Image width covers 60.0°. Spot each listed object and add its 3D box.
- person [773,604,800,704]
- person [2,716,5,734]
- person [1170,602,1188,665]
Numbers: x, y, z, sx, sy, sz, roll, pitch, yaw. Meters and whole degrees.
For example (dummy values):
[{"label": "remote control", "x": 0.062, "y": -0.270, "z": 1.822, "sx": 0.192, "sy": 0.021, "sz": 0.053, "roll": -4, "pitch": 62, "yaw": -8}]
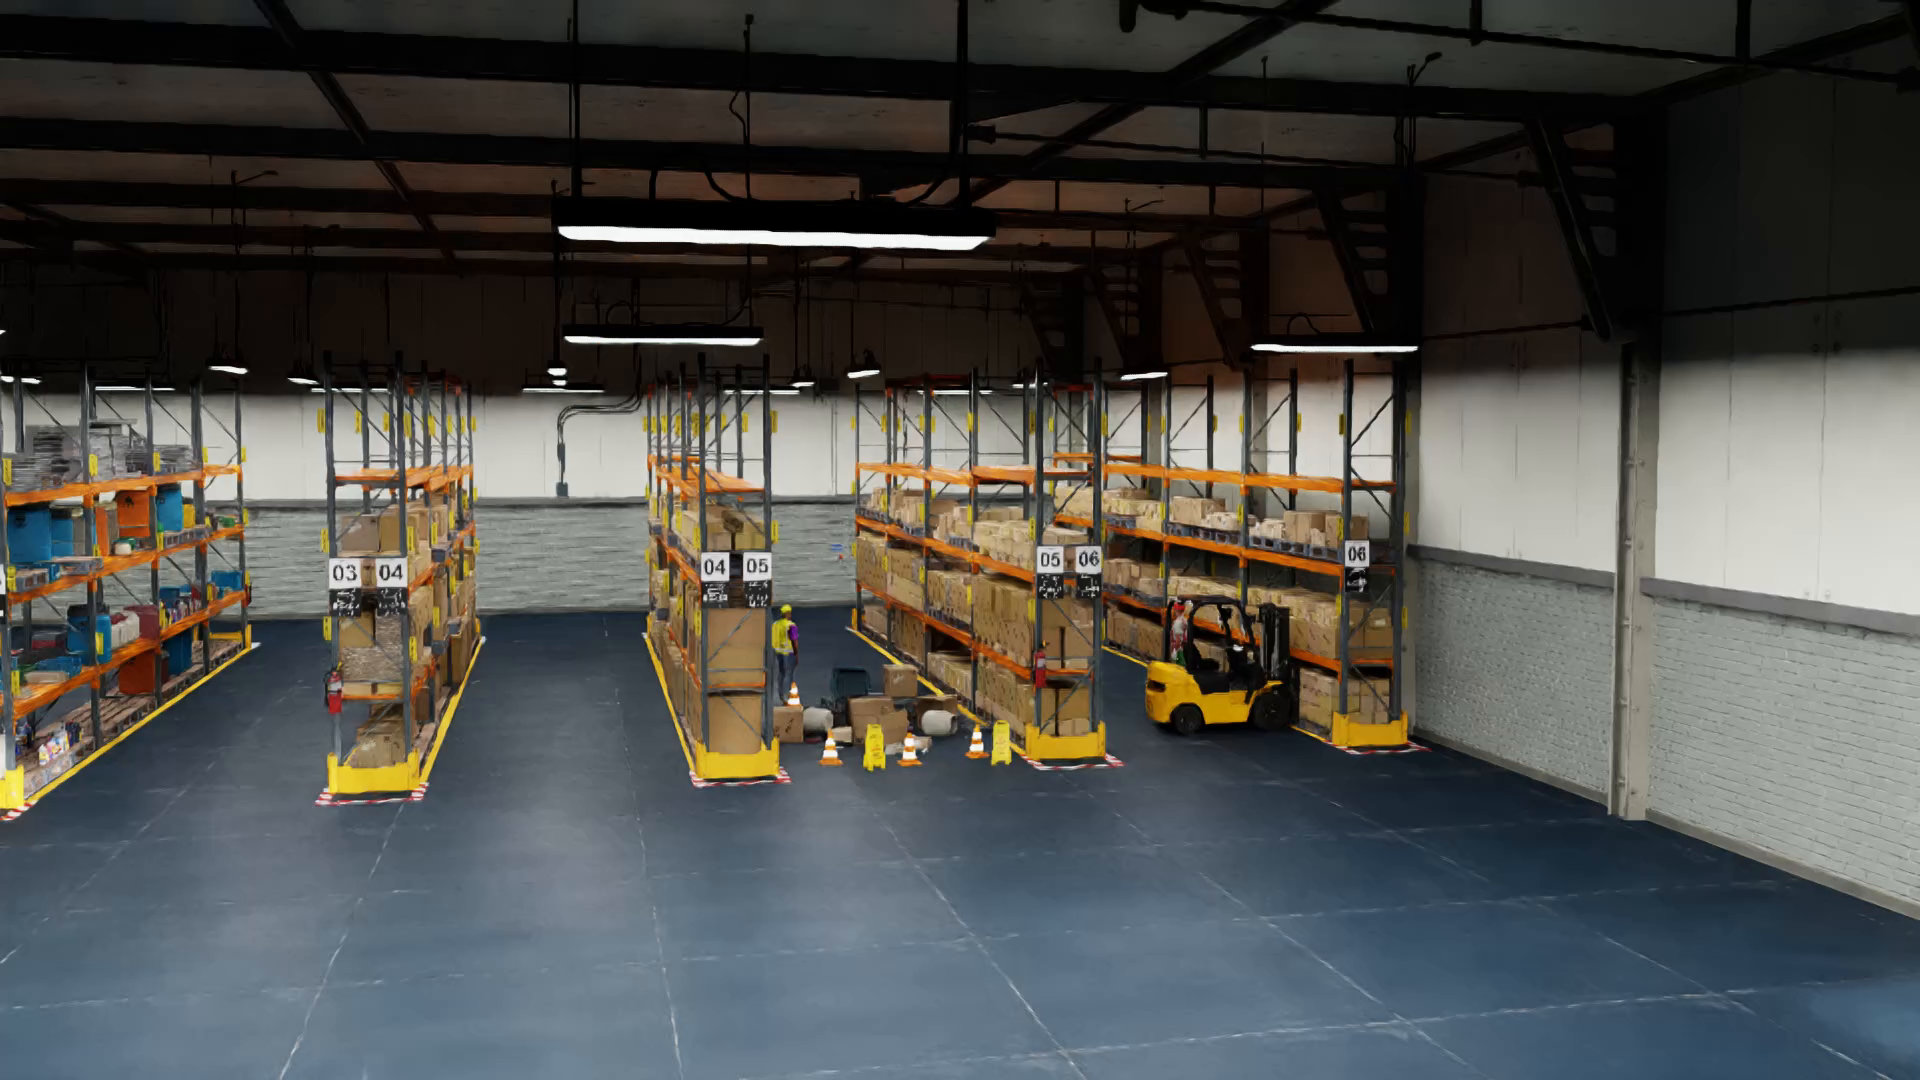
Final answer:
[{"label": "person", "x": -3.077, "y": 2.027, "z": 29.826, "sx": 0.452, "sy": 1.768, "sz": 0.632, "roll": -4, "pitch": 5, "yaw": -43}, {"label": "person", "x": -15.441, "y": 2.387, "z": 26.618, "sx": 0.566, "sy": 1.541, "sz": 0.519, "roll": -1, "pitch": 4, "yaw": -15}, {"label": "person", "x": 3.938, "y": 1.997, "z": 30.162, "sx": 0.588, "sy": 1.784, "sz": 0.666, "roll": 1, "pitch": 4, "yaw": 12}]
